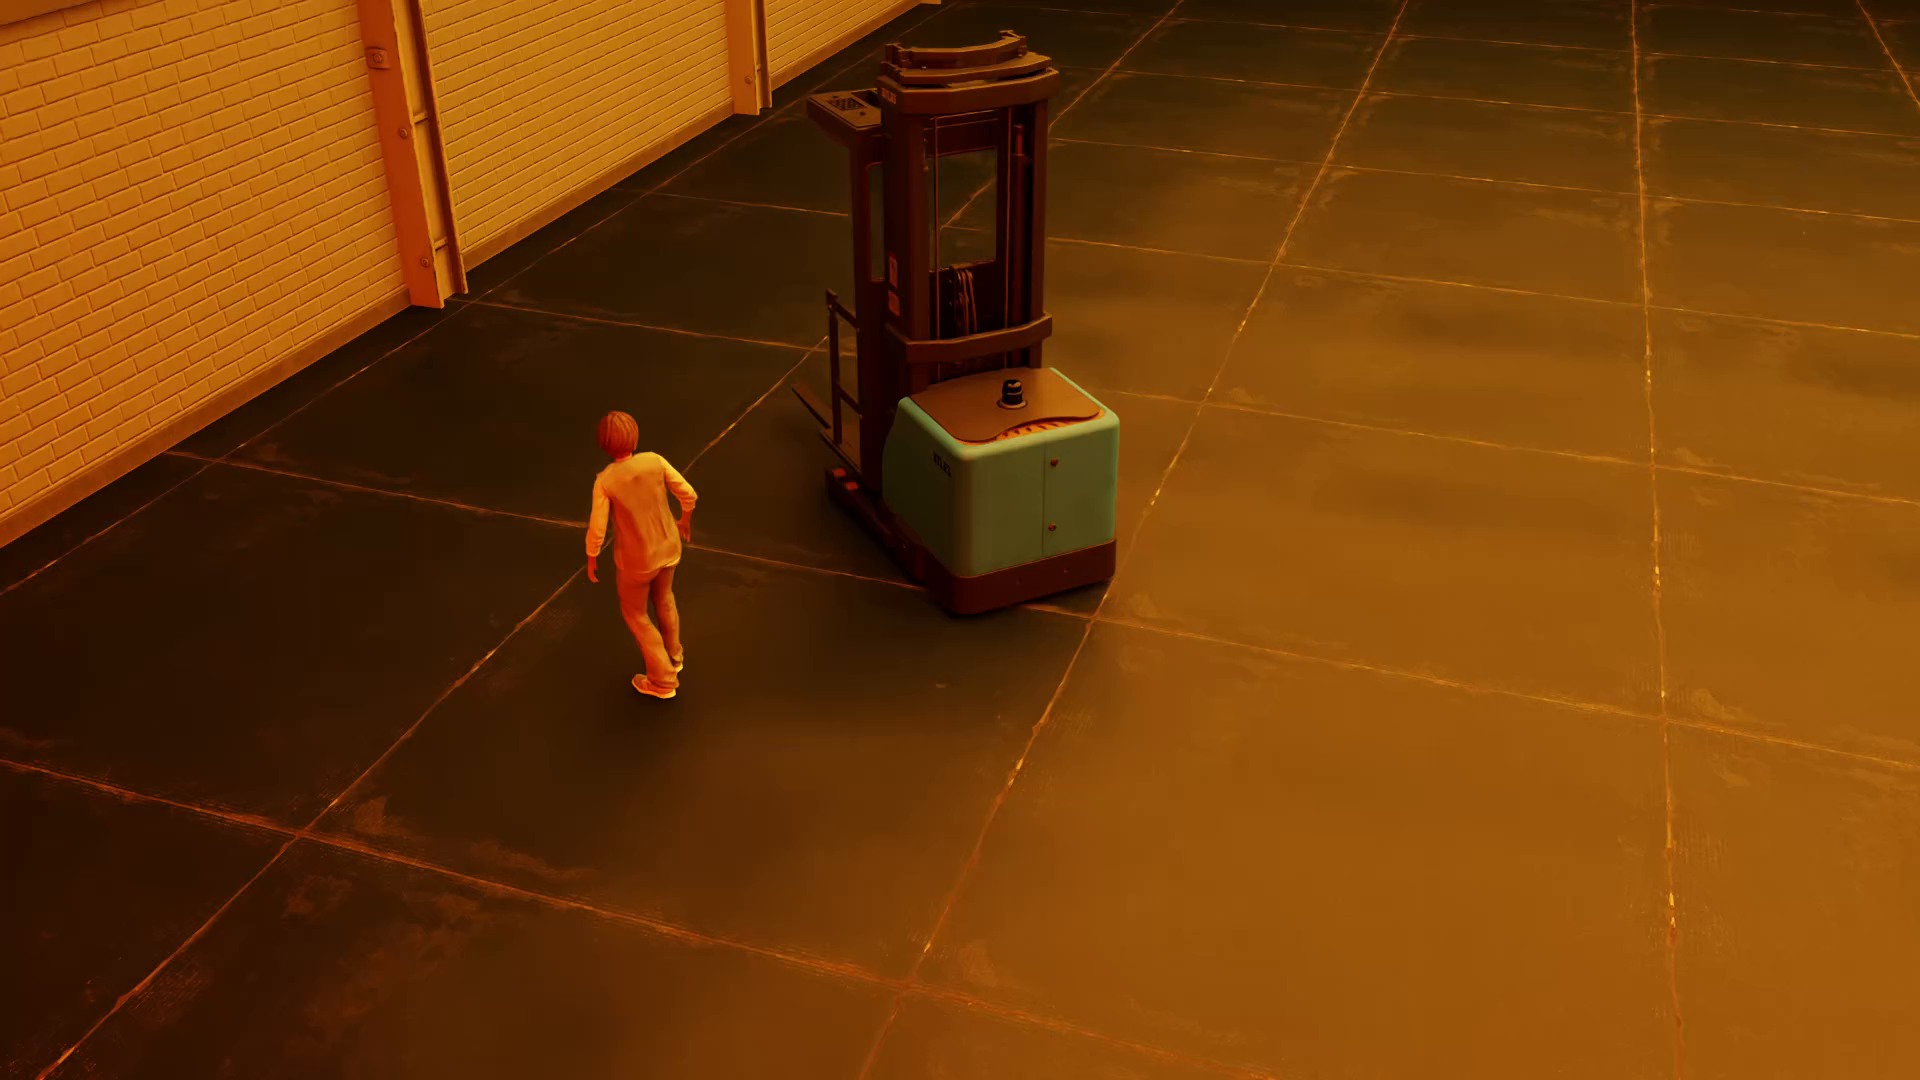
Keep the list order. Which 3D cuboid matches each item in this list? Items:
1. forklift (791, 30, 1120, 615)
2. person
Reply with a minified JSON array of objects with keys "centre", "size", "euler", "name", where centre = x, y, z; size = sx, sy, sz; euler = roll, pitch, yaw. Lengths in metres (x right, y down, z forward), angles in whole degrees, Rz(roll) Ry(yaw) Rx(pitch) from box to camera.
[{"centre":[-0.205,-1.566,9.883],"size":[1.130,2.935,3.031],"euler":[-14,32,-23],"name":"forklift"},{"centre":[-1.626,0.068,8.387],"size":[0.623,1.581,0.453],"euler":[-26,39,-37],"name":"person"}]
